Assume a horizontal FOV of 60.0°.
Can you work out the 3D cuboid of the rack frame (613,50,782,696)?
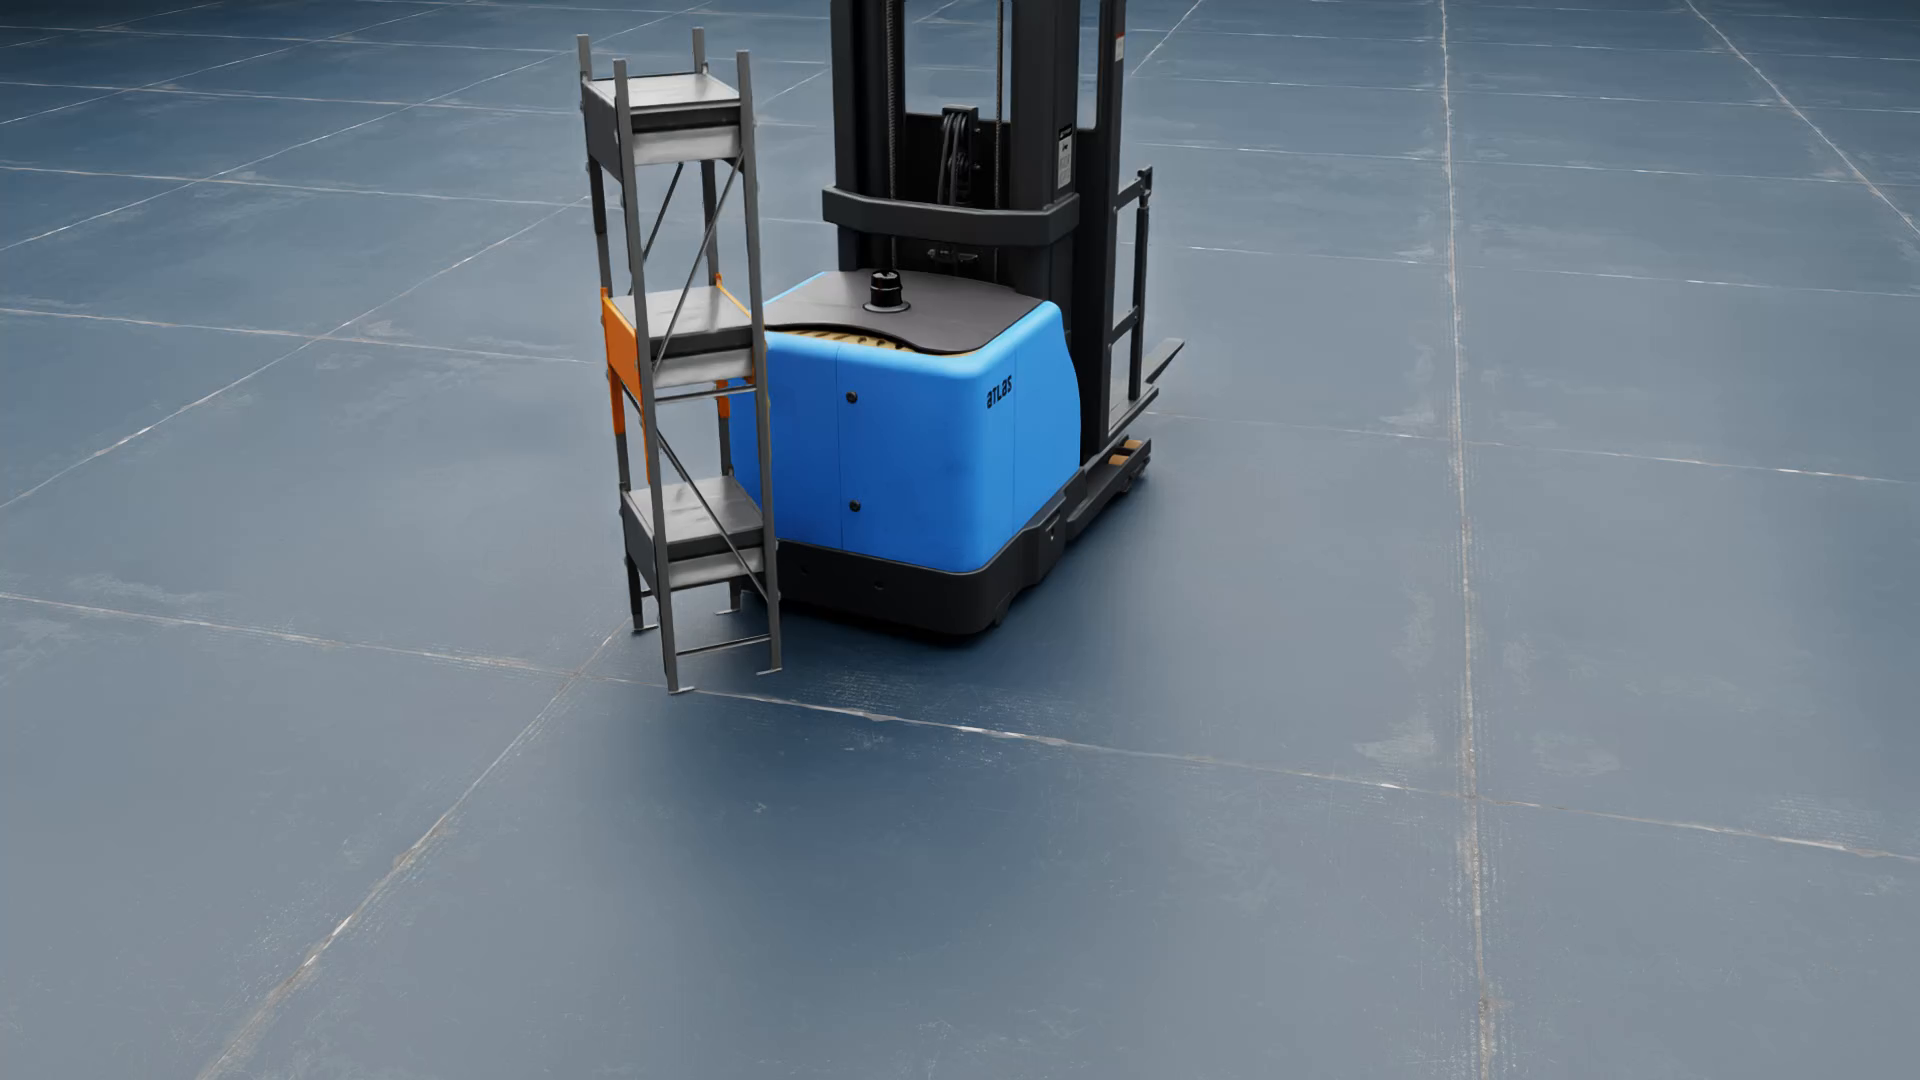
[{"bbox_3d":[-0.805,-0.456,5.264,0.400,2.100,0.015,-11,27,-21],"label":"rack frame"}]

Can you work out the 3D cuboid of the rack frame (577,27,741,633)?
[{"bbox_3d":[-1.001,-0.648,5.668,0.400,2.100,0.015,-11,27,-21],"label":"rack frame"}]

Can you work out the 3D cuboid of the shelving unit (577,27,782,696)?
[{"bbox_3d":[-0.903,-0.552,5.466,0.431,2.100,0.503,-11,27,-21],"label":"shelving unit"}]

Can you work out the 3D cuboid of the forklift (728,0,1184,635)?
[{"bbox_3d":[0.195,-1.593,6.687,1.130,2.935,3.031,11,28,22],"label":"forklift"}]

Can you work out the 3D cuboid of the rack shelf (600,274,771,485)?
[{"bbox_3d":[-0.903,-0.539,5.472,0.431,0.518,0.480,-11,27,-21],"label":"rack shelf"}]

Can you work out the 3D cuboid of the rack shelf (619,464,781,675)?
[{"bbox_3d":[-0.903,0.093,5.773,0.431,0.518,0.480,-11,27,-21],"label":"rack shelf"}]

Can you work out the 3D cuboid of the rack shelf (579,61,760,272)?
[{"bbox_3d":[-0.903,-1.172,5.171,0.431,0.518,0.480,-11,27,-21],"label":"rack shelf"}]
